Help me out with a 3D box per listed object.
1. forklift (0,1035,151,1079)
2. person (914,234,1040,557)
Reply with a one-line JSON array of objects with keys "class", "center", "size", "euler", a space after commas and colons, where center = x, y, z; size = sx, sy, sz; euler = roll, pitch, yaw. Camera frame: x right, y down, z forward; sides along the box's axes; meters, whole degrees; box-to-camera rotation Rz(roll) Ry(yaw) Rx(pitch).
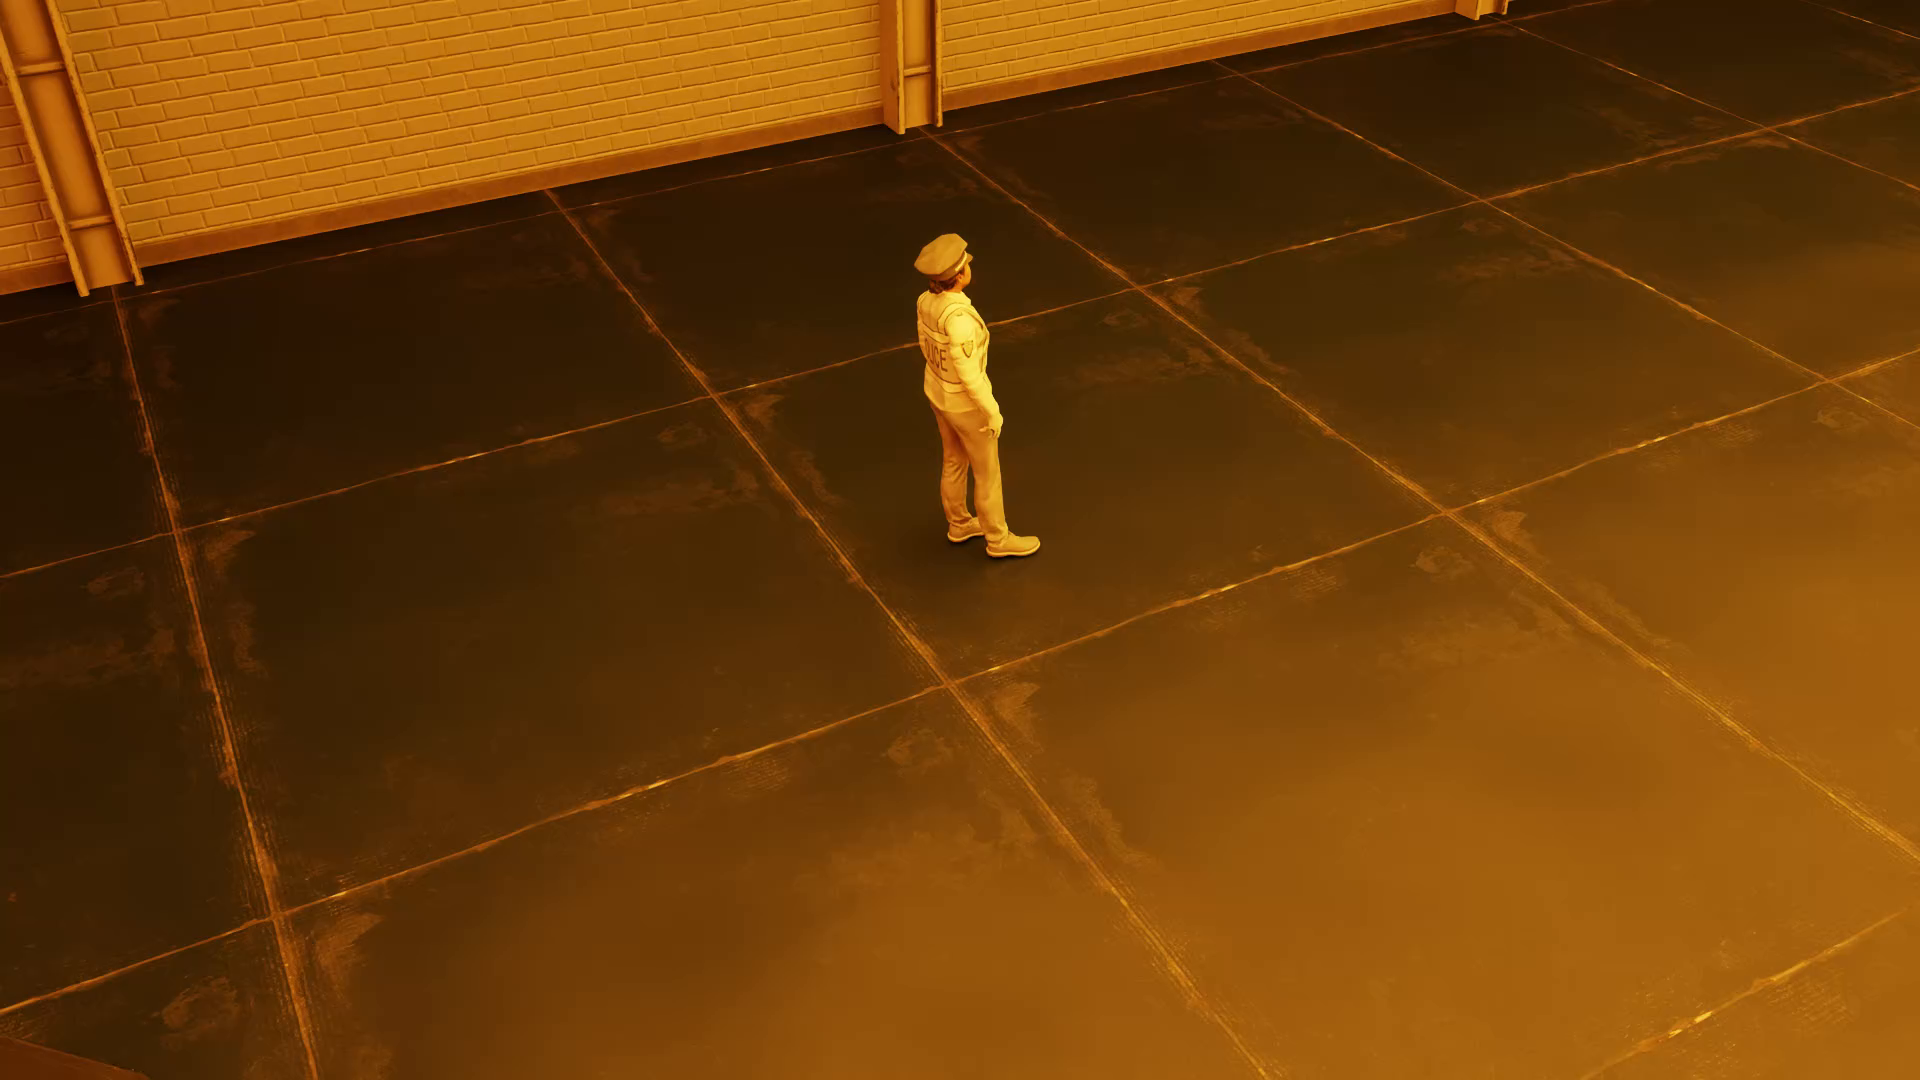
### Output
[{"class": "forklift", "center": [-1.748, 2.346, 2.804], "size": [1.130, 2.935, 3.031], "euler": [10, 36, 13]}, {"class": "person", "center": [0.064, -0.713, 8.190], "size": [0.530, 1.694, 0.587], "euler": [-17, 39, -23]}]
